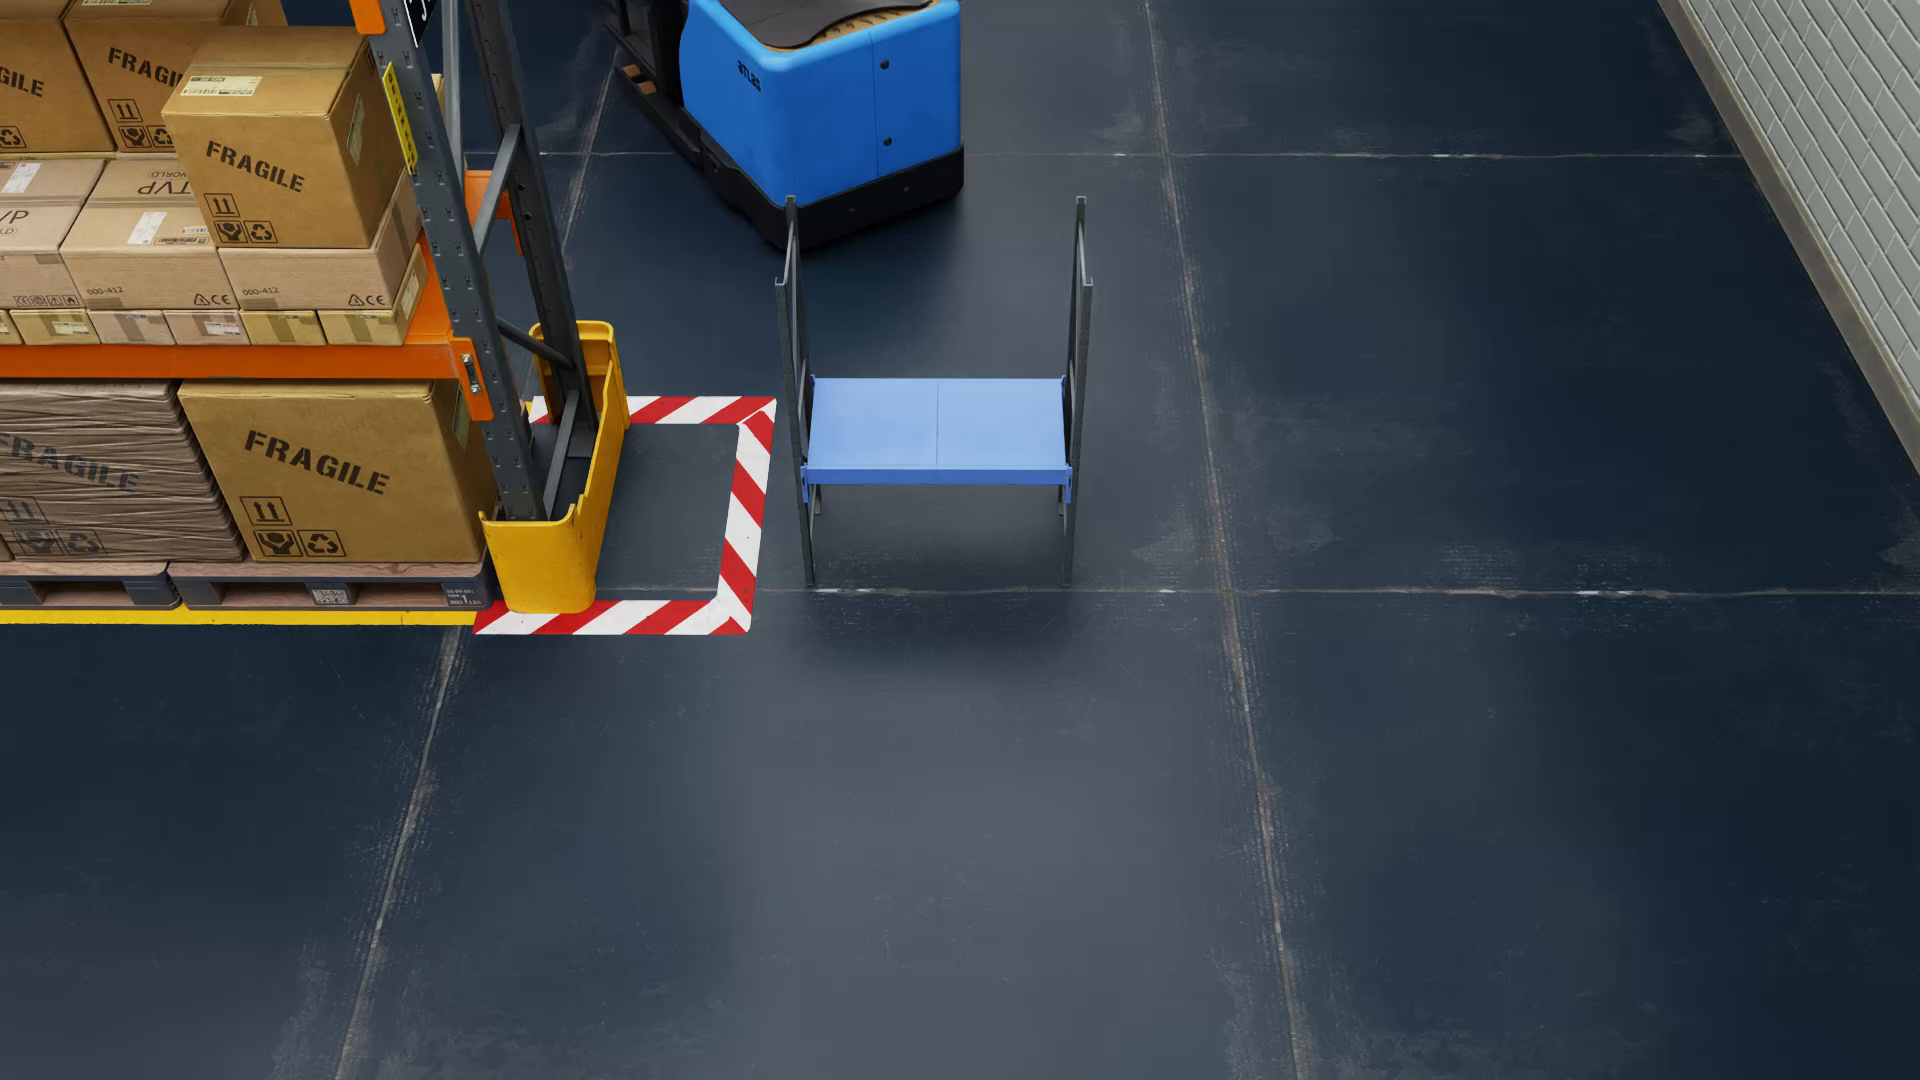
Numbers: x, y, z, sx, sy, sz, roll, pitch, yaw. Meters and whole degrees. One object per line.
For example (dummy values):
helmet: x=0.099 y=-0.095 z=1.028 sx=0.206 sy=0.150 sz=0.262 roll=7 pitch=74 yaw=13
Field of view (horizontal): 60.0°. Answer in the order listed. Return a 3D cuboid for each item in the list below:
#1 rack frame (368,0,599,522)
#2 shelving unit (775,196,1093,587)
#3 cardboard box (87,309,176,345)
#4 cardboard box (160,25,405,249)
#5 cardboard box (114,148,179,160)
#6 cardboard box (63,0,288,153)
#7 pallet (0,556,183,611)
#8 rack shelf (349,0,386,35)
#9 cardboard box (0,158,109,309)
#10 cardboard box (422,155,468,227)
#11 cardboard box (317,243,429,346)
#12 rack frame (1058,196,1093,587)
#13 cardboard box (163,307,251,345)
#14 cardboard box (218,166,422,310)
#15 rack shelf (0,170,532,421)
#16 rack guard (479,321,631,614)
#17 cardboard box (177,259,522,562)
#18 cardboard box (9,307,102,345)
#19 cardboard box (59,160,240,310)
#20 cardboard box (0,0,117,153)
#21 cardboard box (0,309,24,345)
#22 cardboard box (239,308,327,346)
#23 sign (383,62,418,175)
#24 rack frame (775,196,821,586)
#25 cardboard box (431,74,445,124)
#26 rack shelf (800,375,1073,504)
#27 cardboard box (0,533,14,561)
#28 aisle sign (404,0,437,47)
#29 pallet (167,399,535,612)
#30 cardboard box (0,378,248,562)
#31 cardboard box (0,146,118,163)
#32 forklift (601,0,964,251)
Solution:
rack frame: x=-1.632 y=-1.164 z=5.784 sx=0.127 sy=3.000 sz=1.000 roll=0 pitch=47 yaw=0
shelving unit: x=-0.085 y=-0.511 z=6.201 sx=1.048 sy=1.500 sz=0.538 roll=0 pitch=47 yaw=0
cardboard box: x=-2.751 y=-0.841 z=5.655 sx=0.250 sy=0.149 sz=0.380 roll=1 pitch=47 yaw=1
cardboard box: x=-2.120 y=-1.279 z=5.278 sx=0.500 sy=0.500 sz=0.500 roll=1 pitch=47 yaw=1
cardboard box: x=-2.631 y=-1.410 z=5.912 sx=0.500 sy=0.250 sz=0.500 roll=0 pitch=47 yaw=0
cardboard box: x=-2.611 y=-1.670 z=5.642 sx=0.500 sy=0.500 sz=0.500 roll=-1 pitch=47 yaw=-1
pallet: x=-3.649 y=-0.164 z=6.759 sx=1.213 sy=0.211 sz=1.003 roll=0 pitch=47 yaw=0
rack shelf: x=-3.632 y=-1.946 z=4.955 sx=4.000 sy=0.370 sz=1.077 roll=0 pitch=47 yaw=0
cardboard box: x=-3.134 y=-1.024 z=5.553 sx=0.500 sy=0.250 sz=0.500 roll=-1 pitch=47 yaw=-1
cardboard box: x=-1.986 y=-1.321 z=6.102 sx=0.250 sy=0.149 sz=0.380 roll=1 pitch=47 yaw=1
cardboard box: x=-1.989 y=-0.838 z=5.653 sx=0.250 sy=0.149 sz=0.380 roll=1 pitch=47 yaw=1
rack frame: x=0.423 y=-0.510 z=6.200 sx=0.032 sy=1.500 sz=0.500 roll=0 pitch=47 yaw=0
cardboard box: x=-2.502 y=-0.839 z=5.654 sx=0.250 sy=0.149 sz=0.380 roll=0 pitch=47 yaw=0
cardboard box: x=-2.118 y=-1.021 z=5.551 sx=0.500 sy=0.250 sz=0.500 roll=-1 pitch=47 yaw=0
rack shelf: x=-3.632 y=-0.924 z=6.053 sx=4.000 sy=0.370 sz=1.077 roll=0 pitch=47 yaw=0
rack guard: x=-1.608 y=-0.312 z=6.699 sx=0.348 sy=0.500 sz=1.175 roll=0 pitch=47 yaw=0
cardboard box: x=-2.272 y=-0.526 z=6.355 sx=0.875 sy=0.875 sz=0.875 roll=0 pitch=47 yaw=0
cardboard box: x=-3.011 y=-0.840 z=5.654 sx=0.250 sy=0.149 sz=0.380 roll=-1 pitch=47 yaw=-1
cardboard box: x=-2.625 y=-1.023 z=5.552 sx=0.500 sy=0.250 sz=0.500 roll=-1 pitch=47 yaw=-1
cardboard box: x=-3.129 y=-1.667 z=5.639 sx=0.500 sy=0.500 sz=0.500 roll=-1 pitch=47 yaw=-1
cardboard box: x=-3.270 y=-0.840 z=5.655 sx=0.250 sy=0.149 sz=0.380 roll=0 pitch=47 yaw=0
cardboard box: x=-2.249 y=-0.838 z=5.652 sx=0.250 sy=0.149 sz=0.380 roll=1 pitch=47 yaw=1
sign: x=-1.648 y=-1.242 z=4.904 sx=0.005 sy=0.325 sz=0.100 roll=0 pitch=47 yaw=0
rack frame: x=-0.594 y=-0.513 z=6.203 sx=0.032 sy=1.500 sz=0.500 roll=0 pitch=47 yaw=0
cardboard box: x=-2.111 y=-1.413 z=5.915 sx=0.500 sy=0.250 sz=0.500 roll=-1 pitch=47 yaw=-1
rack shelf: x=-0.085 y=-0.389 z=6.333 sx=1.000 sy=0.185 sz=0.538 roll=0 pitch=47 yaw=0
cardboard box: x=-4.072 y=-0.531 z=6.360 sx=0.875 sy=0.875 sz=0.875 roll=0 pitch=47 yaw=0
aisle sign: x=-1.561 y=-1.830 z=4.628 sx=0.004 sy=0.787 sz=0.394 roll=0 pitch=47 yaw=0
pallet: x=-2.432 y=-0.159 z=6.754 sx=1.213 sy=0.211 sz=1.003 roll=0 pitch=47 yaw=0
cardboard box: x=-3.182 y=-0.529 z=6.358 sx=0.875 sy=0.875 sz=0.875 roll=0 pitch=47 yaw=0
cardboard box: x=-3.133 y=-1.414 z=5.916 sx=0.500 sy=0.250 sz=0.500 roll=-1 pitch=47 yaw=-1
forklift: x=-1.193 y=-3.439 z=7.949 sx=1.130 sy=2.935 sz=3.031 roll=-25 pitch=52 yaw=-21
